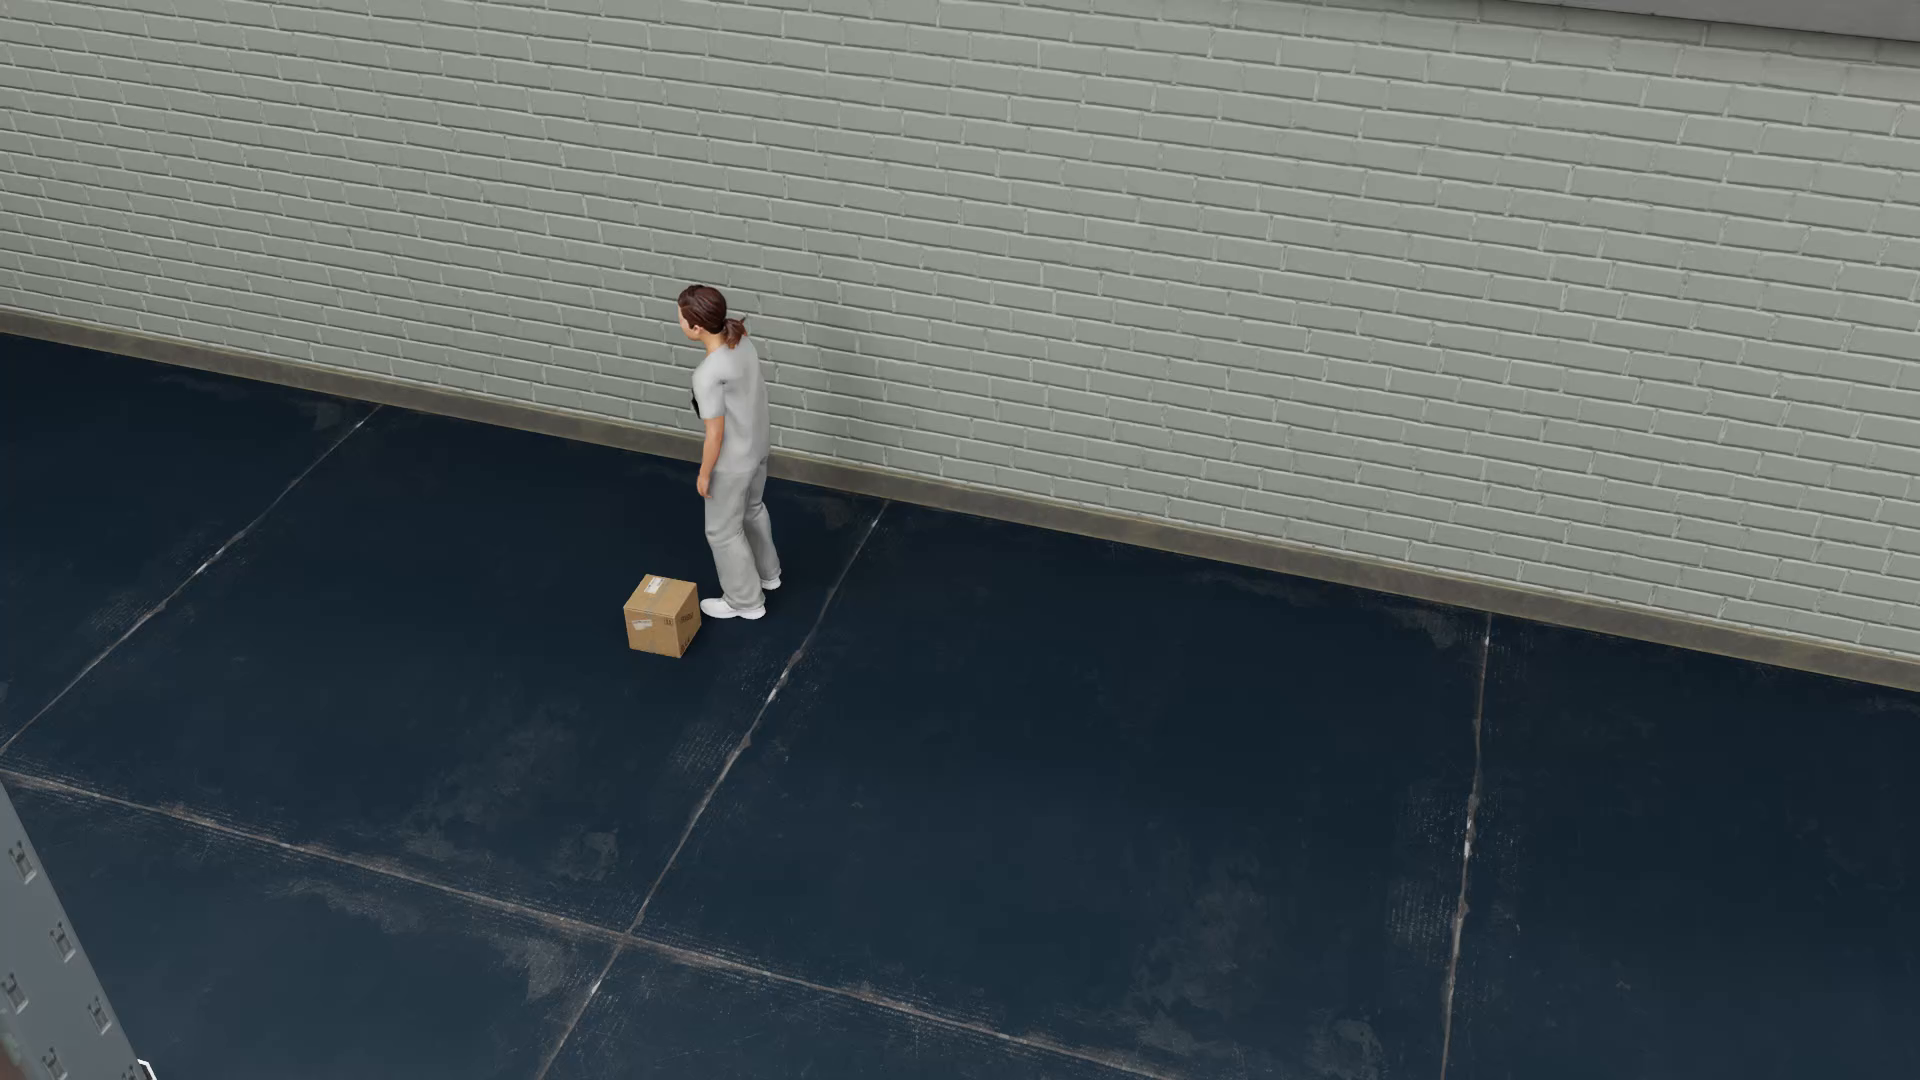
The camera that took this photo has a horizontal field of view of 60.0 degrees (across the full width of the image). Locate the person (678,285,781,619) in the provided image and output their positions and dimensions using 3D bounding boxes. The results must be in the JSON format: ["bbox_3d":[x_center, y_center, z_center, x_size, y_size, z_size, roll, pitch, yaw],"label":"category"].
[{"bbox_3d":[-1.023,-0.381,7.394,0.355,1.673,0.488,11,38,14],"label":"person"}]
